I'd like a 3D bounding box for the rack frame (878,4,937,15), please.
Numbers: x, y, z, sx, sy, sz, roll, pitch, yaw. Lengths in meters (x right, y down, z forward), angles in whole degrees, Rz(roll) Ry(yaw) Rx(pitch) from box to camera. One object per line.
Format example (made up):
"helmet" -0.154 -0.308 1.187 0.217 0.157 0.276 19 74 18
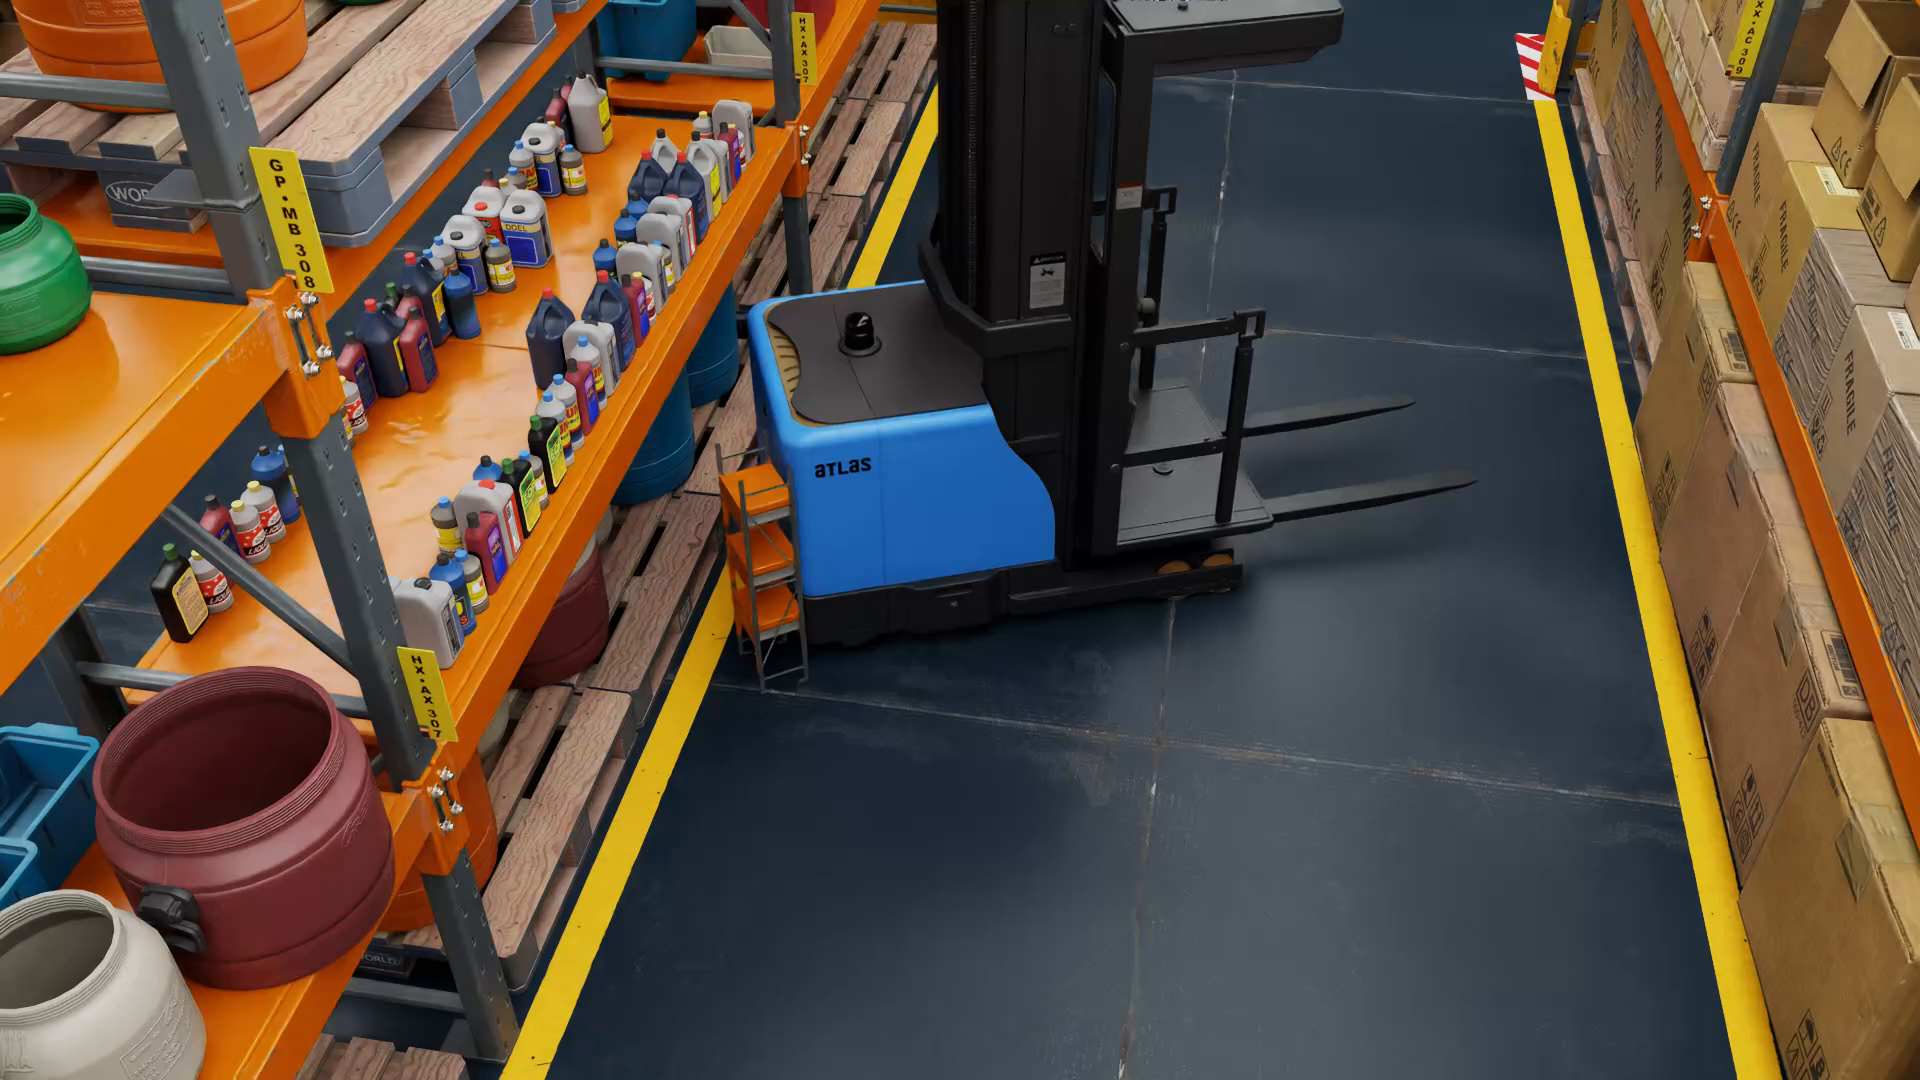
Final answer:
"rack frame" -0.529 -4.614 10.476 1.000 3.000 0.127 6 40 8

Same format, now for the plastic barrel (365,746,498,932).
"plastic barrel" -1.845 0.773 5.335 0.600 0.830 0.708 6 40 8

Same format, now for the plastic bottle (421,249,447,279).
"plastic bottle" -1.940 -0.948 6.143 0.097 0.271 0.097 0 40 0

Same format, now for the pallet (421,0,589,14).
"pallet" -1.454 -1.972 5.075 1.003 0.211 1.213 6 40 8

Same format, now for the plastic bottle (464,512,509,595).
"plastic bottle" -1.418 0.015 4.969 0.061 0.283 0.133 6 40 8

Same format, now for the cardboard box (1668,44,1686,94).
"cardboard box" 3.521 -2.172 7.720 0.380 0.149 0.250 7 40 9

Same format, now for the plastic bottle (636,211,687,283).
"plastic bottle" -1.145 -1.142 6.375 0.152 0.276 0.135 6 40 8

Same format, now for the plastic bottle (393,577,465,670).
"plastic bottle" -1.520 0.219 4.728 0.152 0.276 0.135 6 40 8

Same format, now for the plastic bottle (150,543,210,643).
"plastic bottle" -2.263 0.151 4.805 0.061 0.283 0.133 6 40 8

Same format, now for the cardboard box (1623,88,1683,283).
"cardboard box" 4.006 -1.870 8.496 0.875 0.875 0.875 6 40 8

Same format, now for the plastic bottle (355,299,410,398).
"plastic bottle" -1.997 -0.687 5.766 0.144 0.351 0.185 6 40 8

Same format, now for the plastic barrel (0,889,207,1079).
"plastic barrel" -1.881 1.033 3.559 0.421 0.512 0.421 0 40 0

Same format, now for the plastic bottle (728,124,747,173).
"plastic bottle" -0.964 -1.668 7.069 0.097 0.201 0.097 0 40 0

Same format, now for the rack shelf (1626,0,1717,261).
"rack shelf" 4.003 -2.535 8.527 1.077 0.370 4.000 6 40 8

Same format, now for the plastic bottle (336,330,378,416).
"plastic bottle" -2.065 -0.566 5.672 0.061 0.283 0.133 6 40 8

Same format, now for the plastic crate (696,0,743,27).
"plastic crate" -1.292 -2.752 8.394 0.437 0.125 0.590 6 40 8

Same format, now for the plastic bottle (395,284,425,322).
"plastic bottle" -1.951 -0.759 5.906 0.061 0.283 0.133 6 40 8

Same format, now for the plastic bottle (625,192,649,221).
"plastic bottle" -1.247 -1.227 6.481 0.097 0.271 0.097 0 40 0

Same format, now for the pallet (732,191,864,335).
"pallet" -1.132 -1.494 8.892 1.003 0.211 1.213 6 40 8

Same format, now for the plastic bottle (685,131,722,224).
"plastic bottle" -1.058 -1.471 6.714 0.144 0.351 0.185 6 40 8

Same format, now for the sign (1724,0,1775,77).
"sign" 3.110 -1.981 6.551 0.100 0.325 0.005 6 40 8

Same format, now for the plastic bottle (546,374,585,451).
"plastic bottle" -1.313 -0.429 5.516 0.097 0.271 0.097 0 40 0

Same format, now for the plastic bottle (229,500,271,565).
"plastic bottle" -2.185 -0.032 5.091 0.097 0.201 0.097 0 40 0

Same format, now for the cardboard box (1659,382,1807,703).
"cardboard box" 3.412 0.065 6.156 1.225 0.875 0.875 5 40 6

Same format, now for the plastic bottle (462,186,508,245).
"plastic bottle" -1.836 -1.226 6.476 0.152 0.276 0.135 6 40 8

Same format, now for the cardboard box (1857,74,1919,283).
"cardboard box" 3.425 -1.151 5.422 0.797 0.503 0.637 7 40 8

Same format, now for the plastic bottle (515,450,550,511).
"plastic bottle" -1.370 -0.196 5.289 0.097 0.201 0.097 0 40 0

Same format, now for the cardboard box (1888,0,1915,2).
"cardboard box" 3.992 -2.175 6.823 0.500 0.500 0.500 6 40 8

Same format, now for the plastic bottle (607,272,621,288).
"plastic bottle" -1.261 -0.842 6.015 0.097 0.271 0.097 0 40 0

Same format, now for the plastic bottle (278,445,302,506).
"plastic bottle" -2.135 -0.216 5.313 0.097 0.201 0.097 0 40 0

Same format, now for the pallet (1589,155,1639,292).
"pallet" 4.075 -1.719 9.163 1.003 0.211 1.213 6 40 8

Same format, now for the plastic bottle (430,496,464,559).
"plastic bottle" -1.566 -0.045 5.106 0.097 0.201 0.097 0 40 0

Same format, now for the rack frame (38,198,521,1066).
"rack frame" -1.913 0.407 4.404 1.000 3.000 0.127 6 40 8

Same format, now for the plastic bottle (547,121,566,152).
"plastic bottle" -1.730 -1.685 7.090 0.097 0.201 0.097 0 40 0

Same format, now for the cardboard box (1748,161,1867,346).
"cardboard box" 3.245 -1.019 6.050 0.500 0.500 0.500 6 40 8

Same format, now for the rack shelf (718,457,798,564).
"rack shelf" -0.743 -0.110 6.131 0.215 0.259 0.240 -17 43 -20

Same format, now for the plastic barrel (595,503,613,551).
"plastic barrel" -1.640 -0.178 6.734 0.421 0.512 0.421 0 40 0

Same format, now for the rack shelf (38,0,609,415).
"rack shelf" -1.567 -1.727 5.195 1.077 0.370 4.000 6 40 8

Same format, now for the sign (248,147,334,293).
"sign" -1.370 -0.652 3.413 0.100 0.325 0.005 6 40 8

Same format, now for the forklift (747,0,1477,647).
"forklift" 0.697 -1.197 6.398 3.031 2.935 1.130 -9 40 -10

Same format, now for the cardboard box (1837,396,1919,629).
"cardboard box" 2.985 -0.061 4.891 0.500 0.500 0.500 5 40 6

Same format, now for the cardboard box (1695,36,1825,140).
"cardboard box" 3.475 -1.920 7.102 0.500 0.250 0.500 6 40 7

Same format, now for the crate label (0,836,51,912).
"crate label" -2.351 0.987 3.674 0.502 0.435 0.616 6 40 8

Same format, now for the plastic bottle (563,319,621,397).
"plastic bottle" -1.280 -0.651 5.781 0.152 0.276 0.135 6 40 8

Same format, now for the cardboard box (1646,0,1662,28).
"cardboard box" 3.655 -2.654 8.303 0.380 0.149 0.250 7 40 8

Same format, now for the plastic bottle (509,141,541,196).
"plastic bottle" -1.787 -1.506 6.818 0.097 0.271 0.097 0 40 0

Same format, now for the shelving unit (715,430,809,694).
"shelving unit" -0.743 0.100 6.305 0.215 1.050 0.252 -17 43 -20

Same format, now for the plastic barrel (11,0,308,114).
"plastic barrel" -1.812 -1.432 3.608 0.600 0.830 0.708 6 40 8

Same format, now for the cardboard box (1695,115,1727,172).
"cardboard box" 3.387 -1.688 7.134 0.380 0.149 0.250 7 40 8

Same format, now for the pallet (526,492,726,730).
"pallet" -1.604 0.219 6.819 1.003 0.211 1.213 6 40 8

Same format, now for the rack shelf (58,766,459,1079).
"rack shelf" -2.259 1.940 3.115 1.077 0.370 4.000 6 40 8

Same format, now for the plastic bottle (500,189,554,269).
"plastic bottle" -1.687 -1.209 6.456 0.152 0.276 0.135 6 40 8

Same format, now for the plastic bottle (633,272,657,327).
"plastic bottle" -1.178 -0.892 6.131 0.097 0.201 0.097 0 40 0
